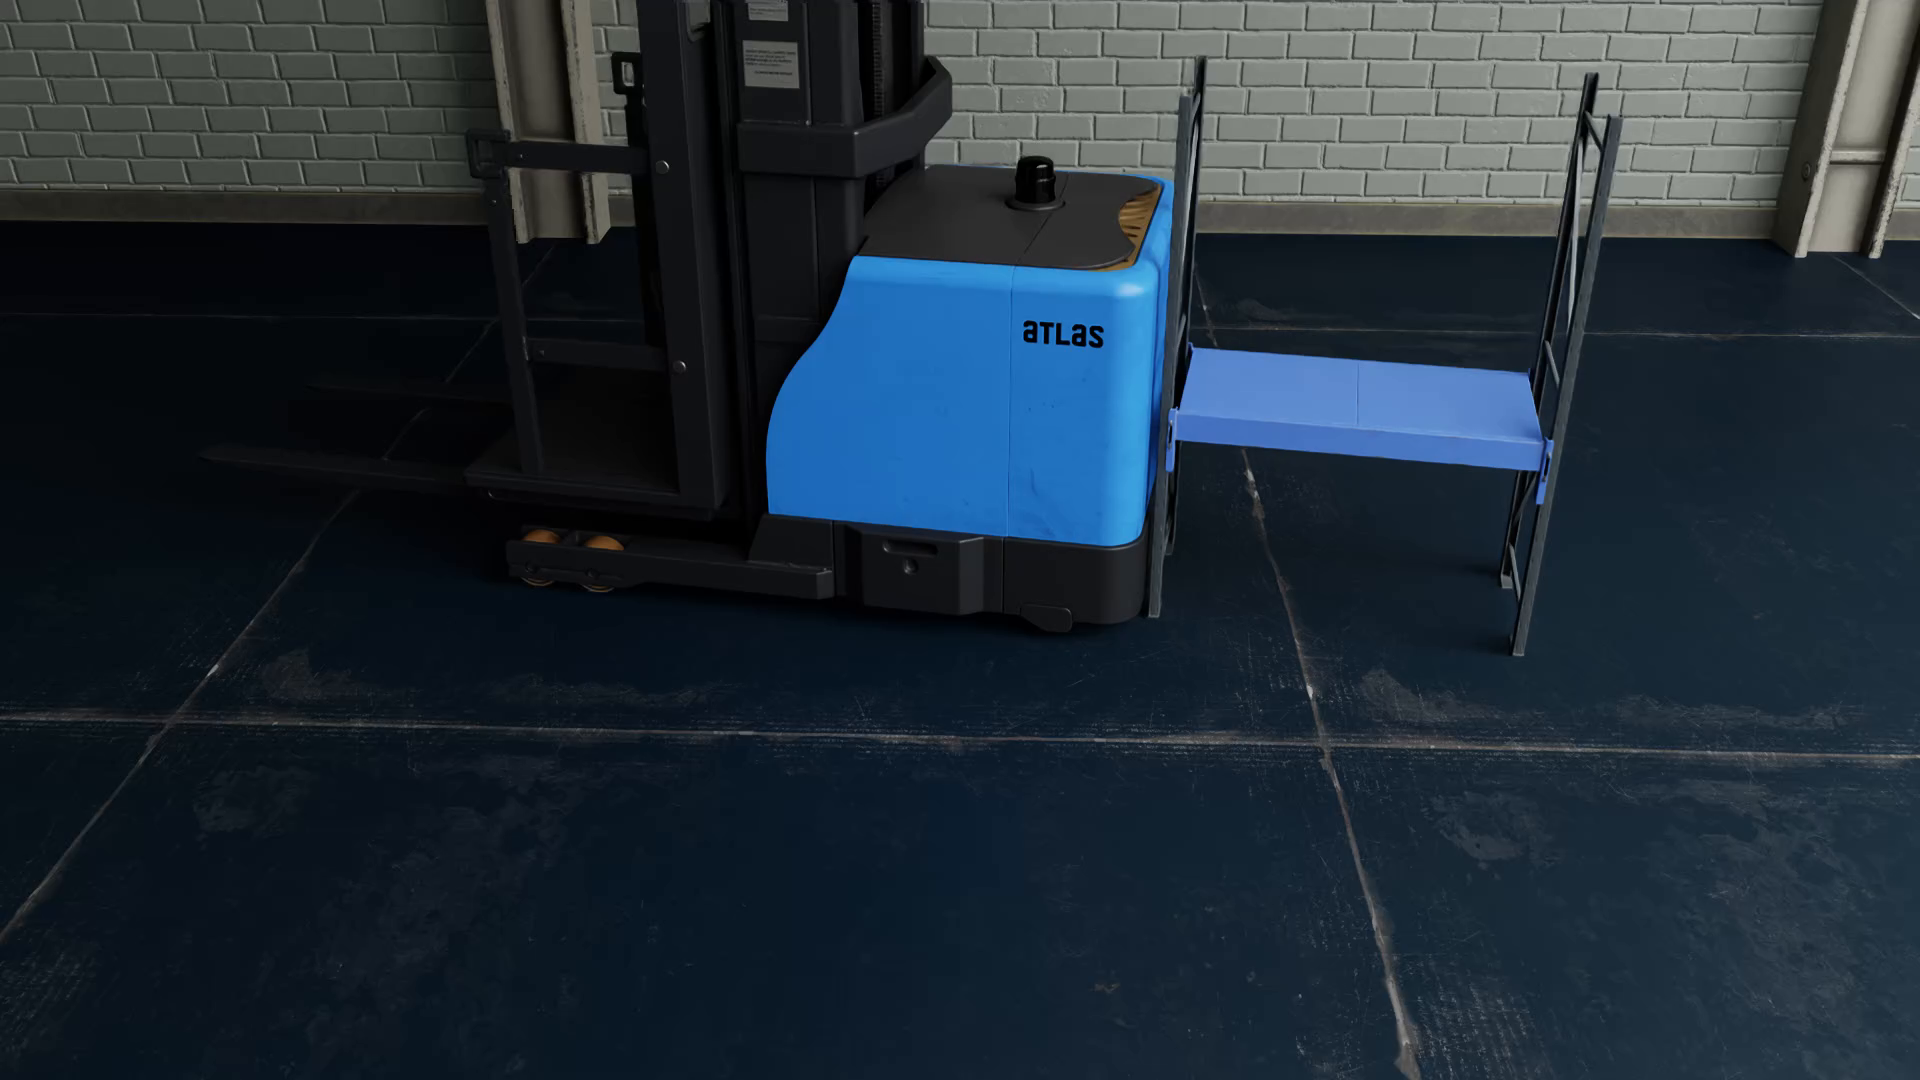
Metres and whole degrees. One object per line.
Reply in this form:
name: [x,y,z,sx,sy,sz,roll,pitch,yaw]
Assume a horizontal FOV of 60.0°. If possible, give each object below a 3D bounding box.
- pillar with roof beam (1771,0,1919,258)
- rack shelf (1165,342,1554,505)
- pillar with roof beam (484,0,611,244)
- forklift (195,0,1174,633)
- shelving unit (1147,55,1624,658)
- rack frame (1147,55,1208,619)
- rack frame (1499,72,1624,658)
pillar with roof beam: [3.930,-3.345,1.952,0.400,9.000,9.100,1,28,2]
rack shelf: [1.108,-0.341,4.675,1.000,0.185,0.538,6,28,11]
pillar with roof beam: [-2.067,-3.444,2.139,0.400,9.000,9.100,1,28,2]
forklift: [-0.882,-1.373,4.710,3.031,2.935,1.130,6,28,11]
shelving unit: [1.108,-0.499,4.591,1.048,1.500,0.538,6,28,11]
rack frame: [0.611,-0.549,4.684,0.032,1.500,0.500,6,28,11]
rack frame: [1.606,-0.450,4.498,0.032,1.500,0.500,6,28,11]
